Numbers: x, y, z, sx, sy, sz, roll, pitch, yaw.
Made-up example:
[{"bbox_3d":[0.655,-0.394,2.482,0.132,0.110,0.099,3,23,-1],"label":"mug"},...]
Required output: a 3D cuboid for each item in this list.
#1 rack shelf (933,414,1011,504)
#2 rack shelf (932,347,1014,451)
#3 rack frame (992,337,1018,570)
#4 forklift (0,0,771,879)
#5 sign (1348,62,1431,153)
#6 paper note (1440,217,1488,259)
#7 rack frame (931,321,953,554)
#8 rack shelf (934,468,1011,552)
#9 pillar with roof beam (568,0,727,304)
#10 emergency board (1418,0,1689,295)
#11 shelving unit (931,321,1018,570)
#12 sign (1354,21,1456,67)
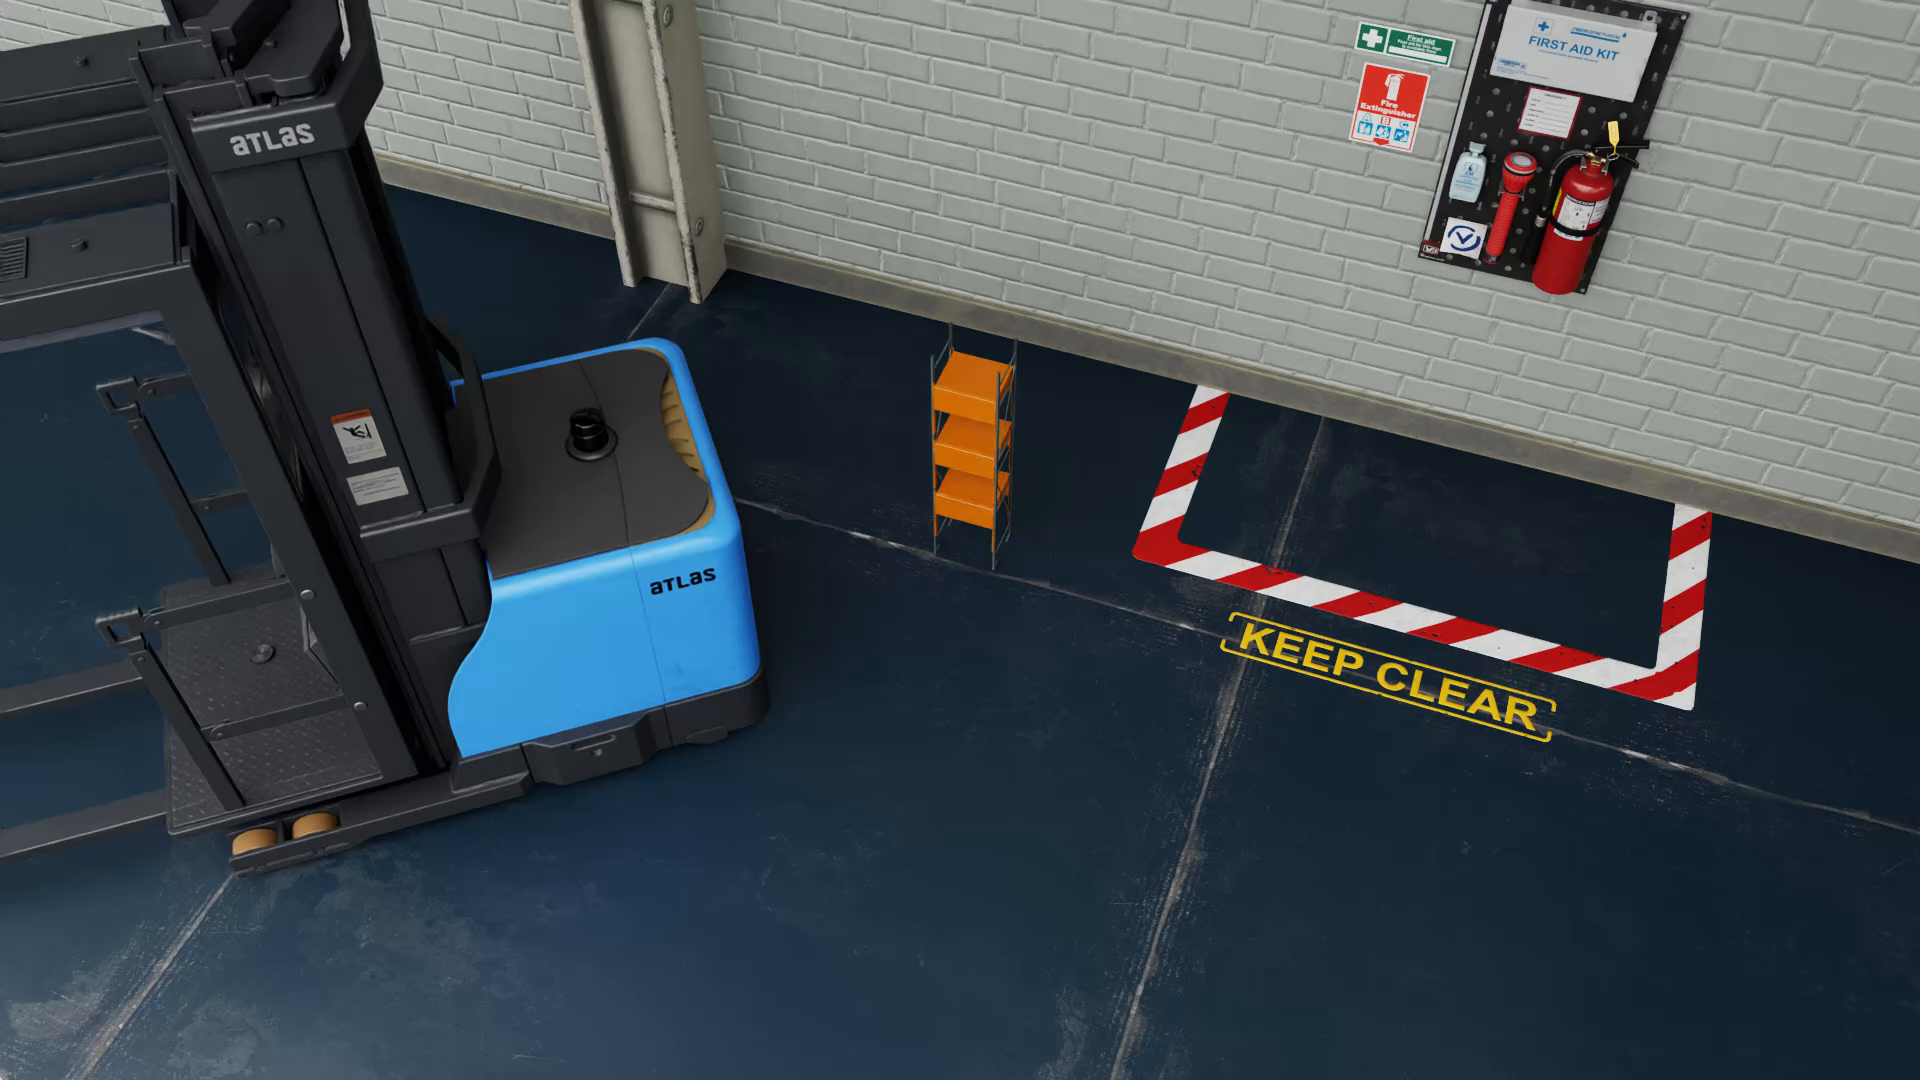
[{"bbox_3d":[0.050,-0.323,6.216,0.240,0.259,0.215,16,51,13],"label":"rack shelf"},{"bbox_3d":[0.050,-0.509,6.001,0.240,0.259,0.215,16,51,13],"label":"rack shelf"},{"bbox_3d":[0.165,-0.298,6.180,0.008,1.050,0.200,16,51,13],"label":"rack frame"},{"bbox_3d":[-2.259,-0.282,4.921,3.031,2.935,1.130,-14,51,-12],"label":"forklift"},{"bbox_3d":[1.533,-1.545,5.947,0.234,0.329,0.001,16,51,13],"label":"sign"},{"bbox_3d":[1.873,-1.122,6.187,0.142,0.148,0.016,16,51,13],"label":"paper note"},{"bbox_3d":[-0.064,-0.362,6.235,0.008,1.050,0.200,16,51,13],"label":"rack frame"},{"bbox_3d":[0.050,-0.141,6.426,0.240,0.259,0.215,16,51,13],"label":"rack shelf"},{"bbox_3d":[-2.800,-1.126,1.637,0.400,9.000,9.100,16,51,13],"label":"pillar with roof beam"},{"bbox_3d":[2.016,-1.315,5.772,0.643,1.169,0.194,16,51,13],"label":"emergency board"},{"bbox_3d":[0.050,-0.330,6.208,0.252,1.050,0.215,16,51,13],"label":"shelving unit"},{"bbox_3d":[1.534,-1.711,5.740,0.331,0.109,0.001,16,51,13],"label":"sign"}]
